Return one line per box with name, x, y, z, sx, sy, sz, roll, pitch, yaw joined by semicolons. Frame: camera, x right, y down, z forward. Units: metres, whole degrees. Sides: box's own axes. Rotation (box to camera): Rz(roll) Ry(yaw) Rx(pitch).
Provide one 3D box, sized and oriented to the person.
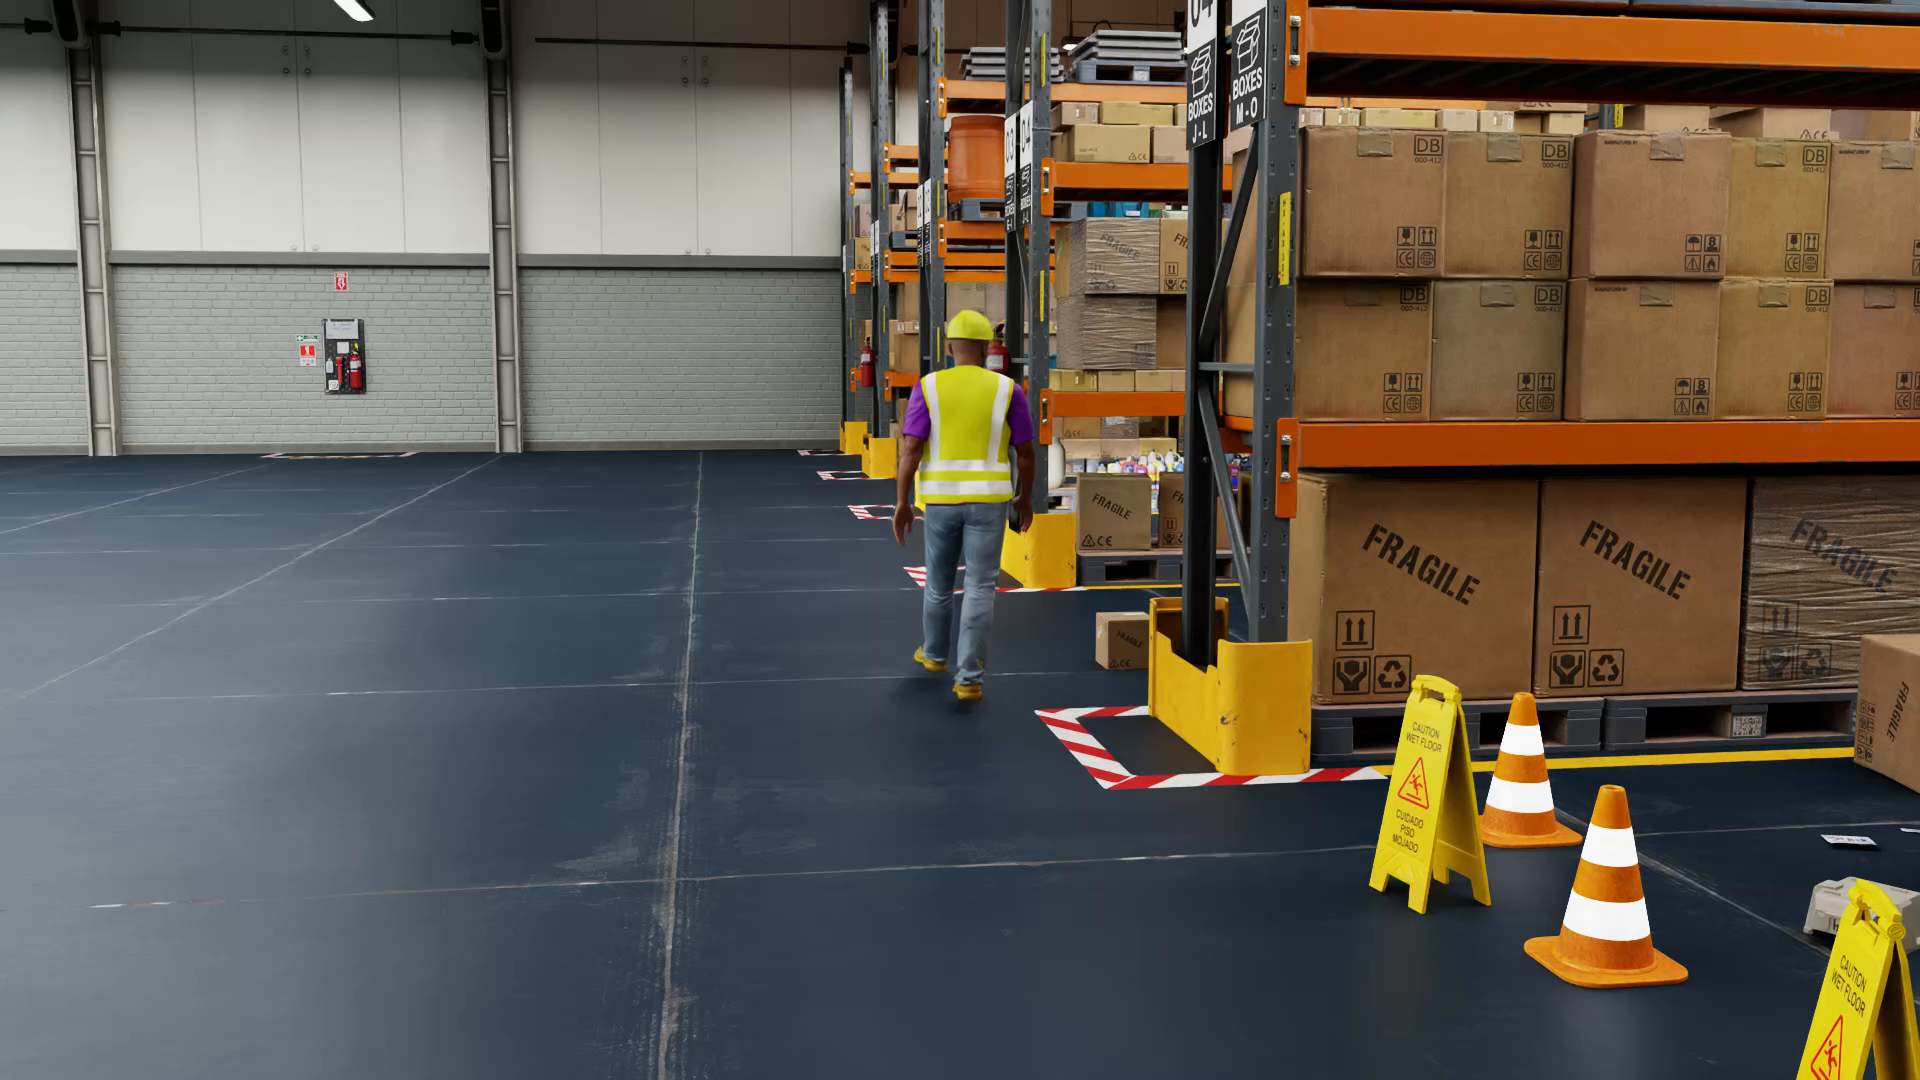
person;0.036;-0.191;7.639;0.627;1.715;0.953;1;6;6
